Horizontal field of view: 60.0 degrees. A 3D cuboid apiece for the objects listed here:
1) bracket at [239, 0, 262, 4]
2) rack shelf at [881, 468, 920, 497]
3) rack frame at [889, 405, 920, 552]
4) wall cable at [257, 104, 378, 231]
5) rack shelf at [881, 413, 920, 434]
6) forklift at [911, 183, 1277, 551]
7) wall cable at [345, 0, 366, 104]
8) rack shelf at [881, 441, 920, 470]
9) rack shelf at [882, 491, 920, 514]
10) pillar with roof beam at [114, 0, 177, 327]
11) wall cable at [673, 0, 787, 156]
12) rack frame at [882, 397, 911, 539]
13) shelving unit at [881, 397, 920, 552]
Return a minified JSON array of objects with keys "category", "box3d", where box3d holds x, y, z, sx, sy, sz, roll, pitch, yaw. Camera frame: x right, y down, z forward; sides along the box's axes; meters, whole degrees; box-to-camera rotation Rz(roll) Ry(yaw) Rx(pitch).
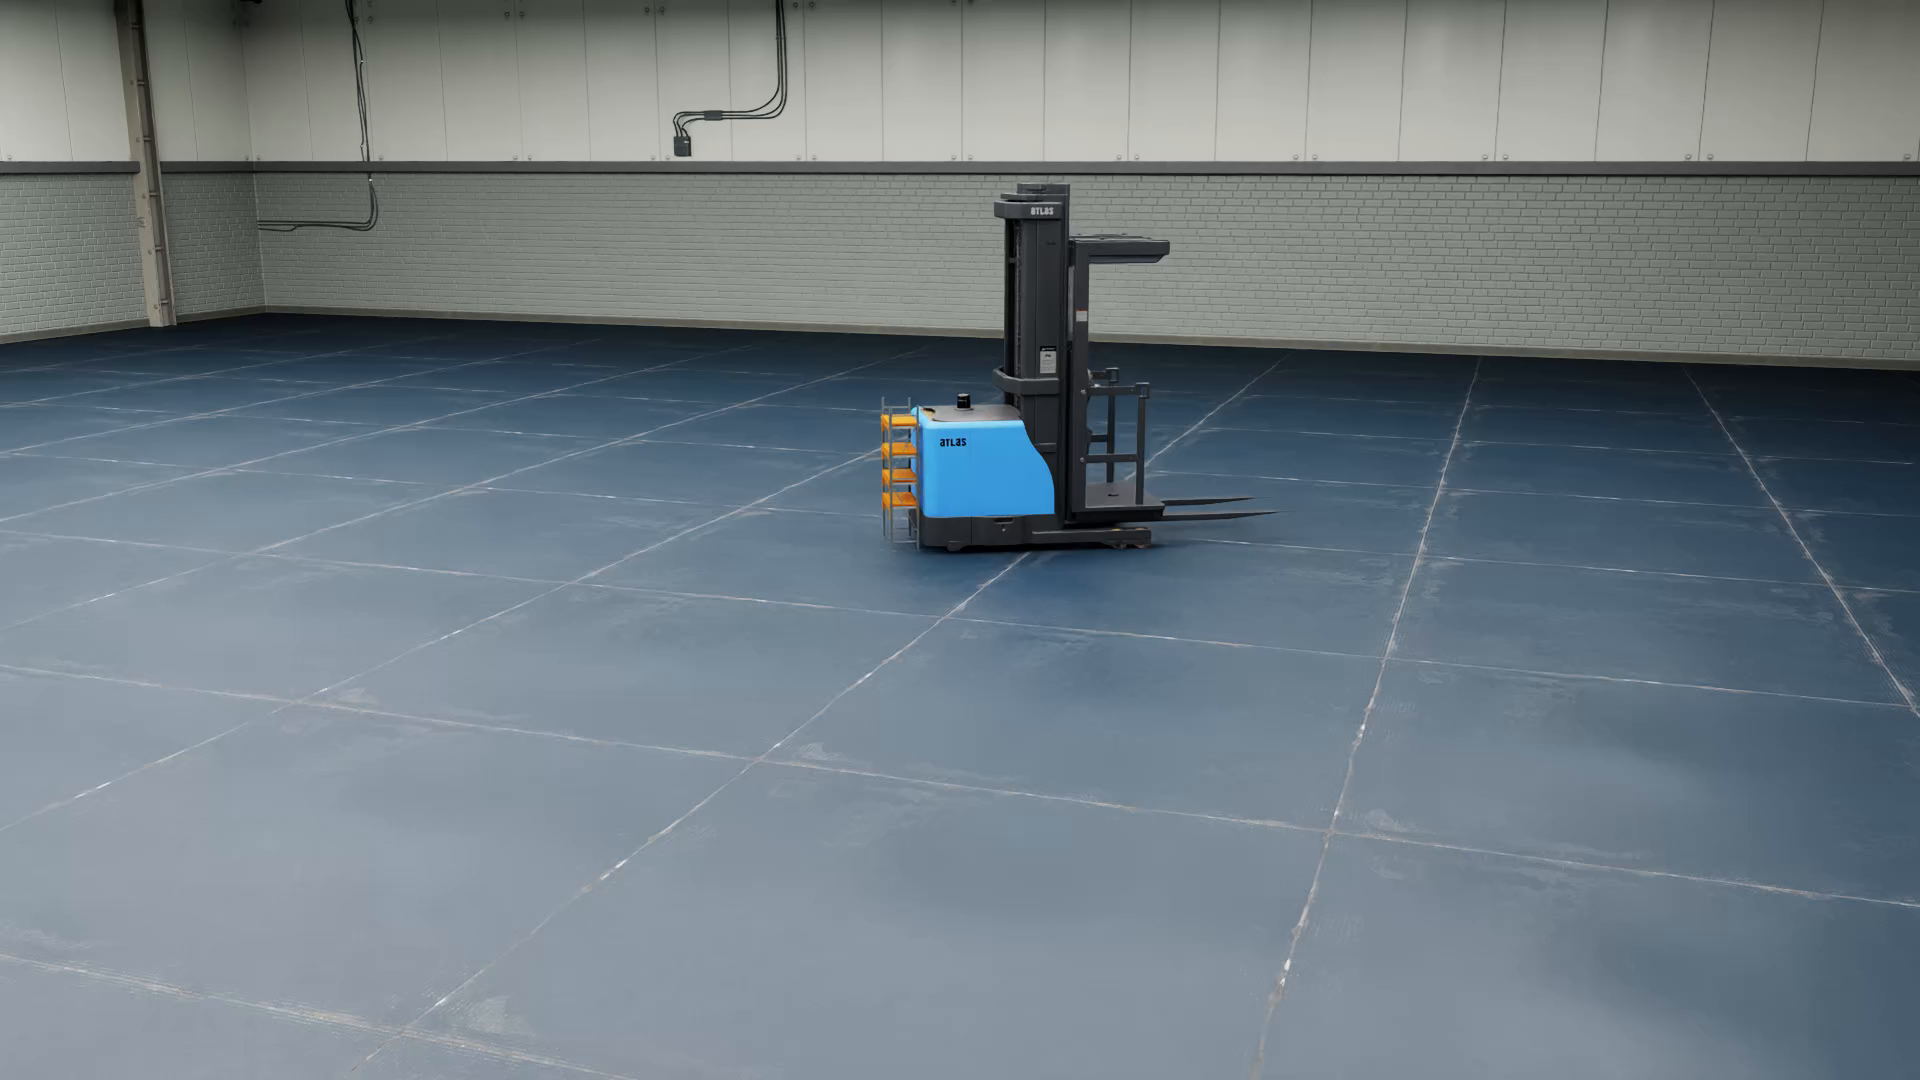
[{"category":"bracket","box3d":[-14.187,-10.854,33.232,0.235,0.232,0.430,4,14,18]},{"category":"rack shelf","box3d":[-0.489,-0.479,13.693,0.258,0.148,0.480,-2,13,-9]},{"category":"rack frame","box3d":[-0.449,-0.491,13.443,0.240,1.200,0.015,-2,13,-9]},{"category":"wall cable","box3d":[-13.220,-7.550,33.821,3.097,2.526,0.112,4,14,18]},{"category":"rack shelf","box3d":[-0.489,-0.928,13.591,0.258,0.148,0.480,-2,13,-9]},{"category":"forklift","box3d":[1.133,-1.469,13.837,3.031,2.935,1.130,-2,13,-9]},{"category":"wall cable","box3d":[-10.660,-9.817,32.406,3.097,2.526,0.112,4,14,18]},{"category":"rack shelf","box3d":[-0.489,-0.697,13.643,0.258,0.148,0.480,-2,13,-9]},{"category":"rack shelf","box3d":[-0.489,-0.286,13.737,0.258,0.148,0.480,-2,13,-9]},{"category":"pillar with roof beam","box3d":[-11.351,-8.229,29.817,9.100,9.000,0.548,4,14,18]},{"category":"wall cable","box3d":[-4.242,-10.035,30.088,2.305,6.003,0.169,4,14,18]},{"category":"rack frame","box3d":[-0.530,-0.598,13.913,0.240,1.200,0.015,-2,13,-9]},{"category":"shelving unit","box3d":[-0.489,-0.545,13.678,0.258,1.200,0.503,-2,13,-9]}]
